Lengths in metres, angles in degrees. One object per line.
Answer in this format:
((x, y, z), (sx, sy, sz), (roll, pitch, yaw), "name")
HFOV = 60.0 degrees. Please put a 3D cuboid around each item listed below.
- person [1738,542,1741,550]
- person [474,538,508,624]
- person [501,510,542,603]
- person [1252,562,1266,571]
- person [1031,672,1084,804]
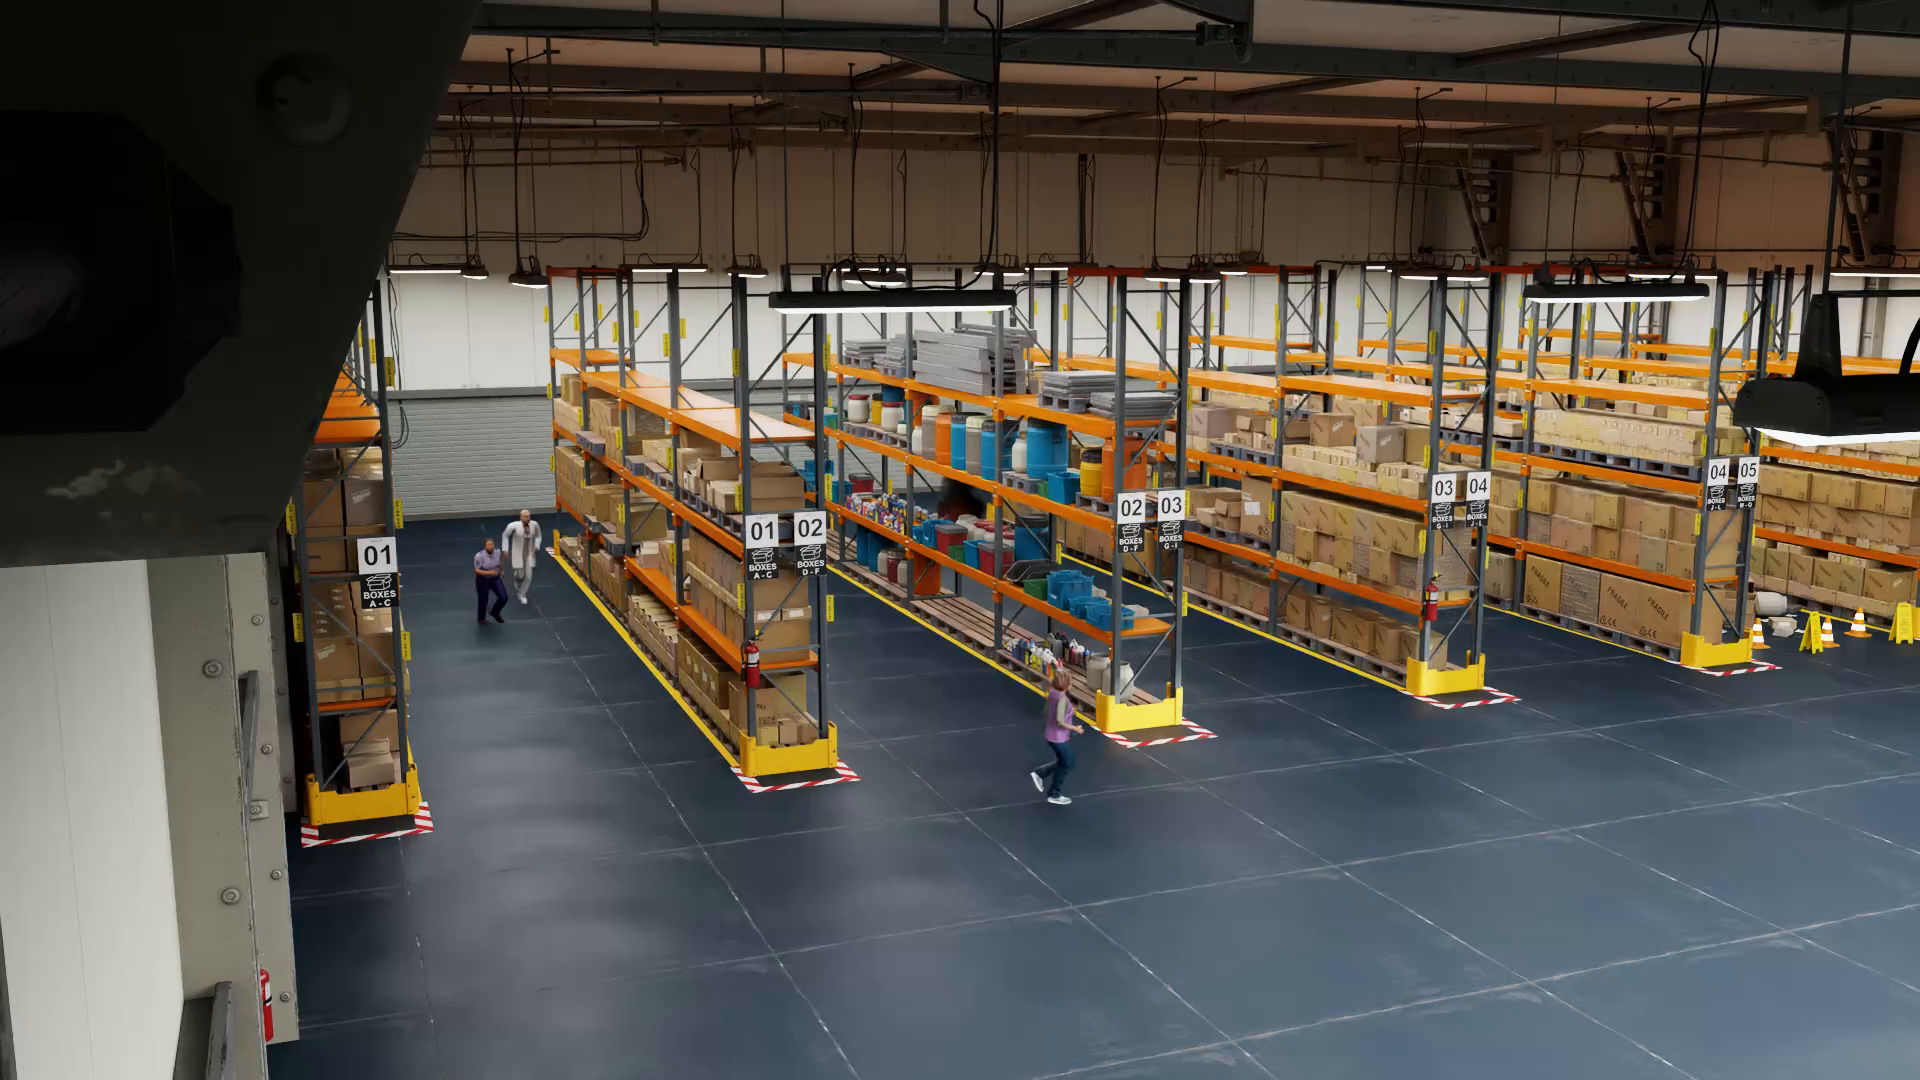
((16.012, -0.273, 33.943), (0.594, 1.497, 0.764), (-6, 12, -32), "person")
((-7.949, 0.698, 28.140), (0.615, 1.540, 0.870), (-8, 13, -38), "person")
((-7.952, 0.270, 30.200), (0.720, 1.711, 0.705), (-7, 12, -34), "person")
((5.876, -0.014, 32.093), (0.628, 1.609, 0.579), (-2, 10, -11), "person")
((1.123, 2.289, 19.088), (0.583, 1.570, 0.525), (-1, 10, -4), "person")
